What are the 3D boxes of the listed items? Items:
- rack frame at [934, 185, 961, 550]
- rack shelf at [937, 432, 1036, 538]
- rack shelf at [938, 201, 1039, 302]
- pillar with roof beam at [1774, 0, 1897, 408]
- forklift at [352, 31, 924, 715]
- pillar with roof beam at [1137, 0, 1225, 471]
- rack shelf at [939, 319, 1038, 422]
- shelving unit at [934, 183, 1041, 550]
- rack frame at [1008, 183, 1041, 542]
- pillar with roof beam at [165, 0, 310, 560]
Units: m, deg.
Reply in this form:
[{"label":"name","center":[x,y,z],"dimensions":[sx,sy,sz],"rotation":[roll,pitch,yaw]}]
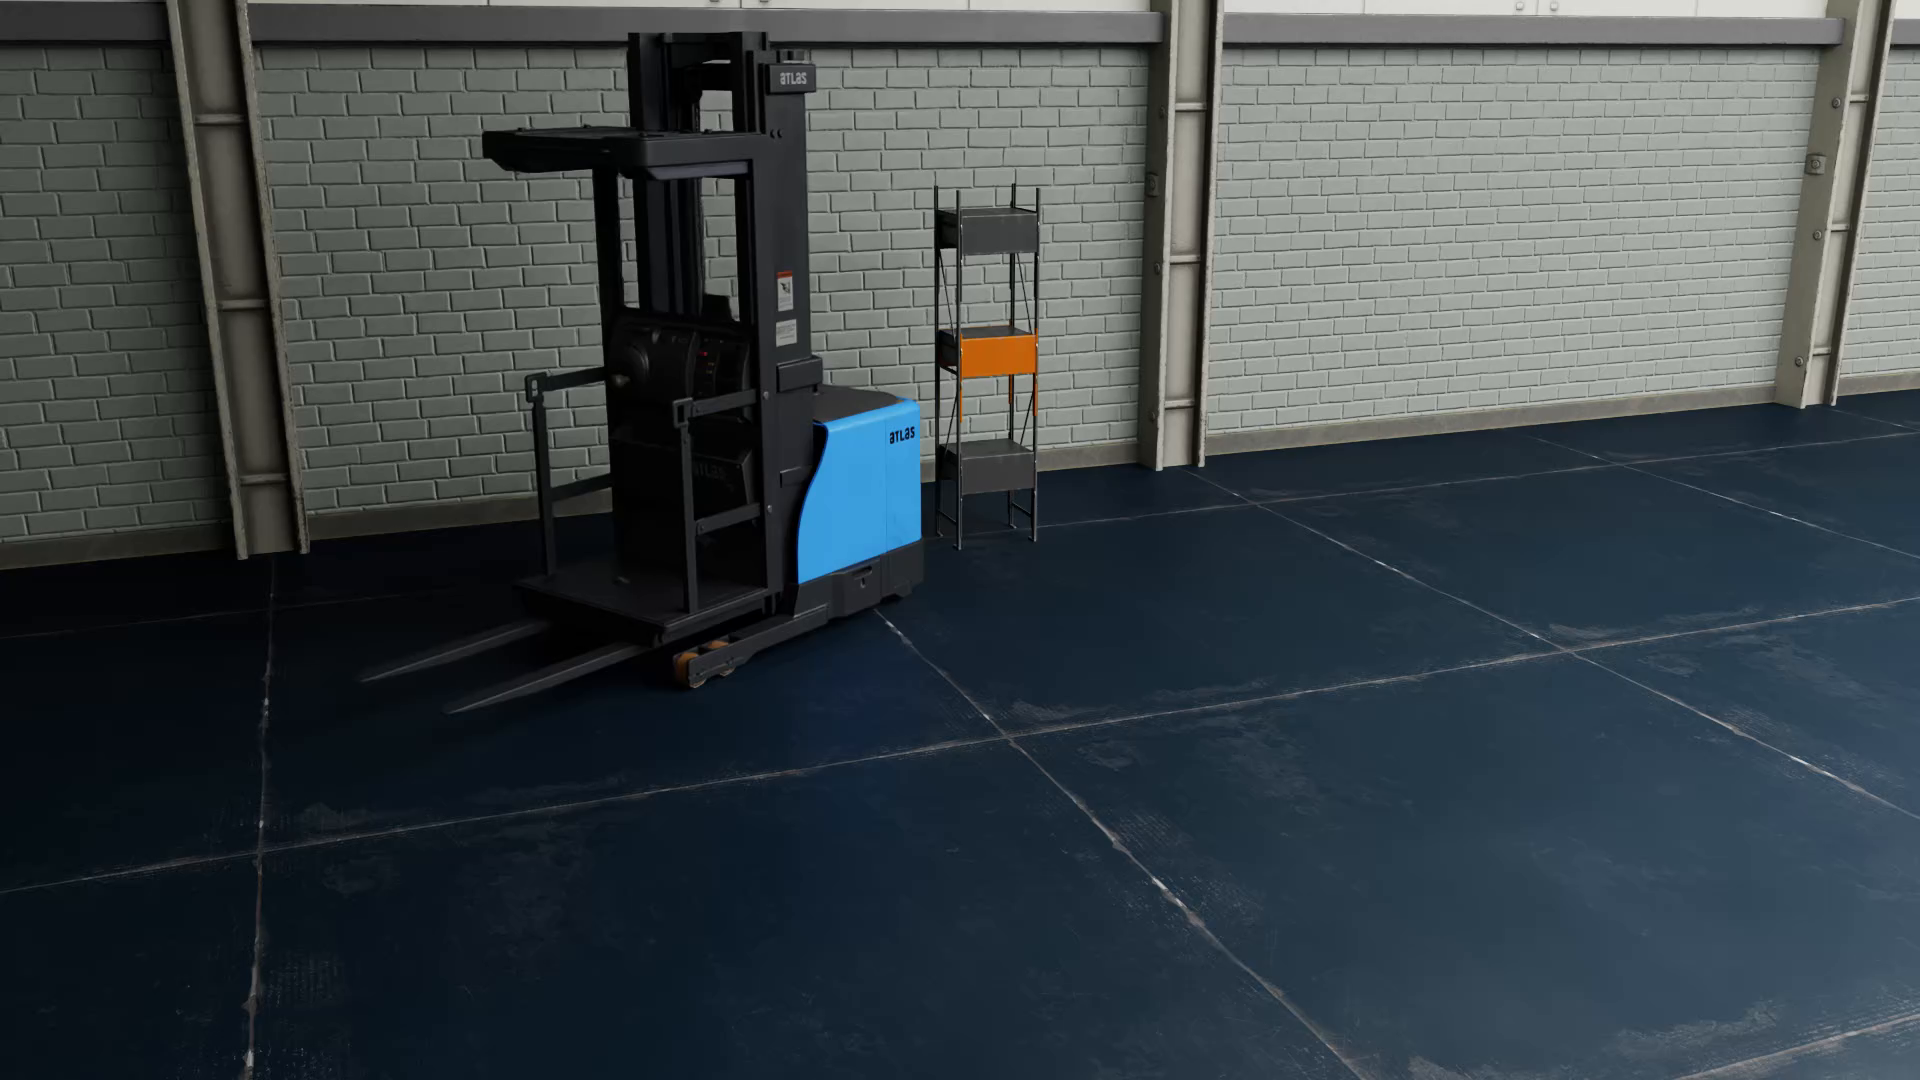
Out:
[{"label":"rack frame","center":[-0.073,-1.000,9.775],"dimensions":[0.015,2.100,0.400],"rotation":[-6,17,-20]},{"label":"rack shelf","center":[0.155,-0.339,10.060],"dimensions":[0.480,0.518,0.431],"rotation":[-6,17,-20]},{"label":"rack shelf","center":[0.155,-1.683,9.666],"dimensions":[0.480,0.518,0.431],"rotation":[-6,17,-20]},{"label":"pillar with roof beam","center":[8.657,-4.339,8.904],"dimensions":[0.400,9.000,9.100],"rotation":[-6,17,-20]},{"label":"forklift","center":[-1.480,-0.872,7.866],"dimensions":[1.130,2.935,3.031],"rotation":[12,20,35]},{"label":"pillar with roof beam","center":[3.054,-3.734,6.844],"dimensions":[0.400,9.000,9.100],"rotation":[-6,17,-20]},{"label":"rack shelf","center":[0.155,-1.011,9.863],"dimensions":[0.480,0.518,0.431],"rotation":[-6,17,-20]},{"label":"shelving unit","center":[0.155,-1.024,9.859],"dimensions":[0.503,2.100,0.431],"rotation":[-6,17,-20]},{"label":"rack frame","center":[0.382,-1.049,9.943],"dimensions":[0.015,2.100,0.400],"rotation":[-6,17,-20]},{"label":"pillar with roof beam","center":[-2.549,-3.130,4.784],"dimensions":[0.400,9.000,9.100],"rotation":[-6,17,-20]}]
